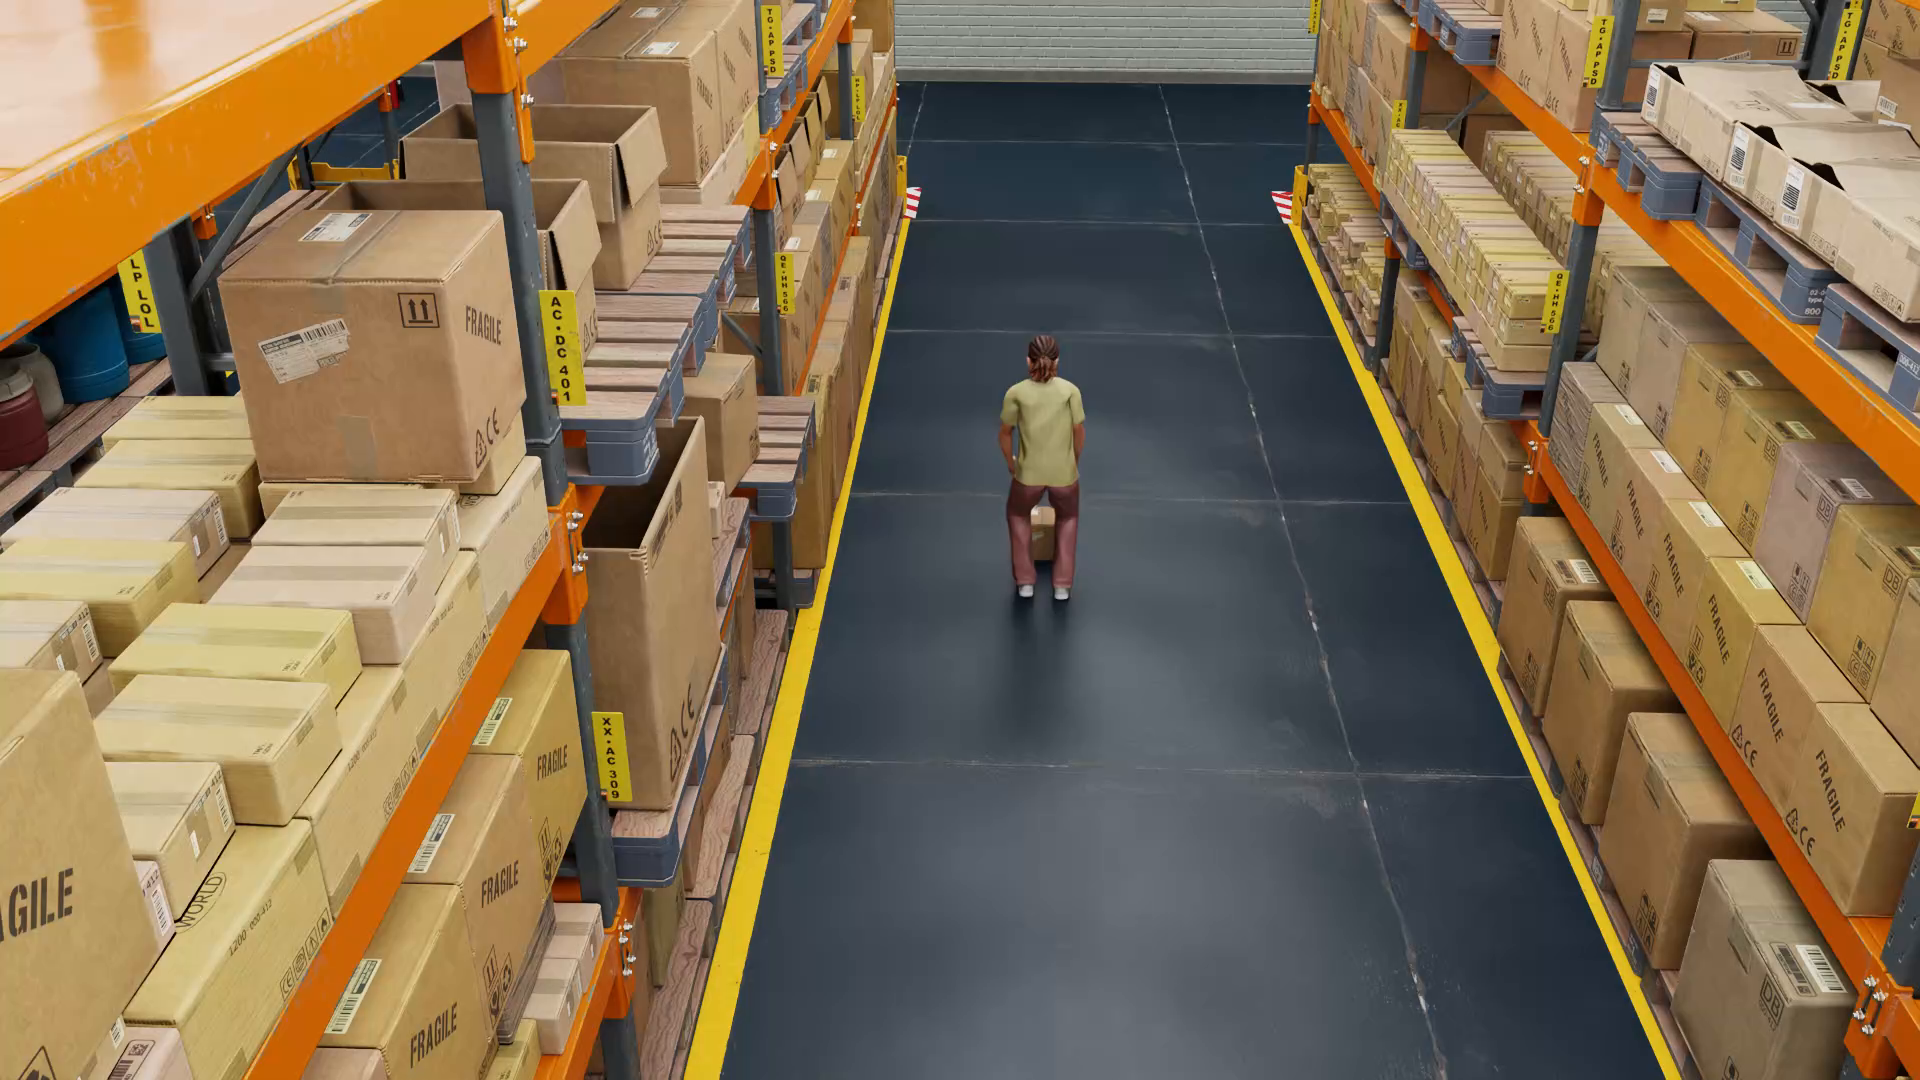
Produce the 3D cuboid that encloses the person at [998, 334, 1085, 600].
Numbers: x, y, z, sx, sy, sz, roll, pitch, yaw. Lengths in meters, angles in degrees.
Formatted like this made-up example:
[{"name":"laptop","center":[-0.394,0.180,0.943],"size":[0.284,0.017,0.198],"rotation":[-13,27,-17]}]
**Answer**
[{"name":"person","center":[0.462,-0.398,9.526],"size":[0.494,1.536,0.511],"rotation":[1,28,3]}]
